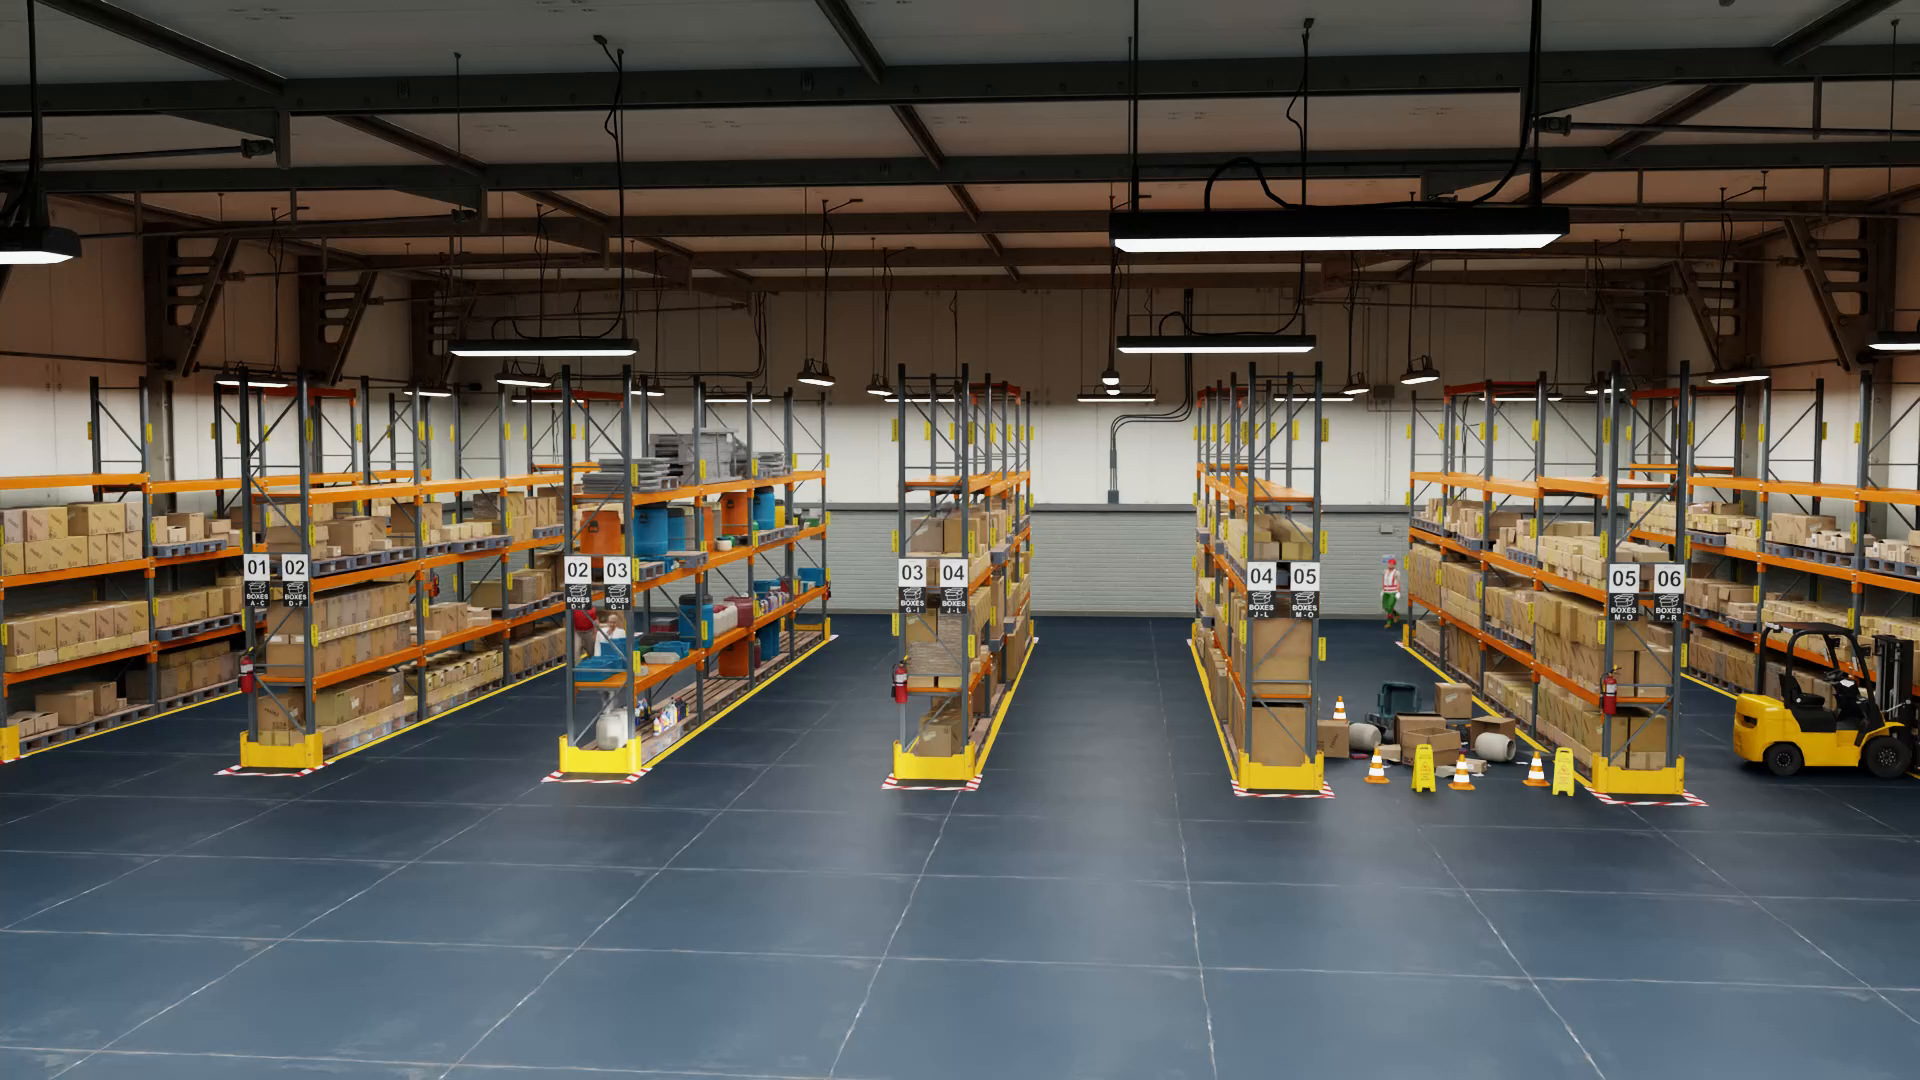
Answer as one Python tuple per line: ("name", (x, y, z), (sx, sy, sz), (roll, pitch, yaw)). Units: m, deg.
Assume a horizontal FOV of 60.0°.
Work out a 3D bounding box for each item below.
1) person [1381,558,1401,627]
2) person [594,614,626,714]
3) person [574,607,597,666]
("person", (11.132, 1.355, 42.831), (0.752, 1.775, 0.551), (-3, 5, -37))
("person", (-6.231, 2.214, 29.605), (0.621, 1.786, 0.510), (0, 4, 1))
("person", (-7.755, 1.946, 34.366), (0.544, 1.674, 0.972), (0, 4, 4))
